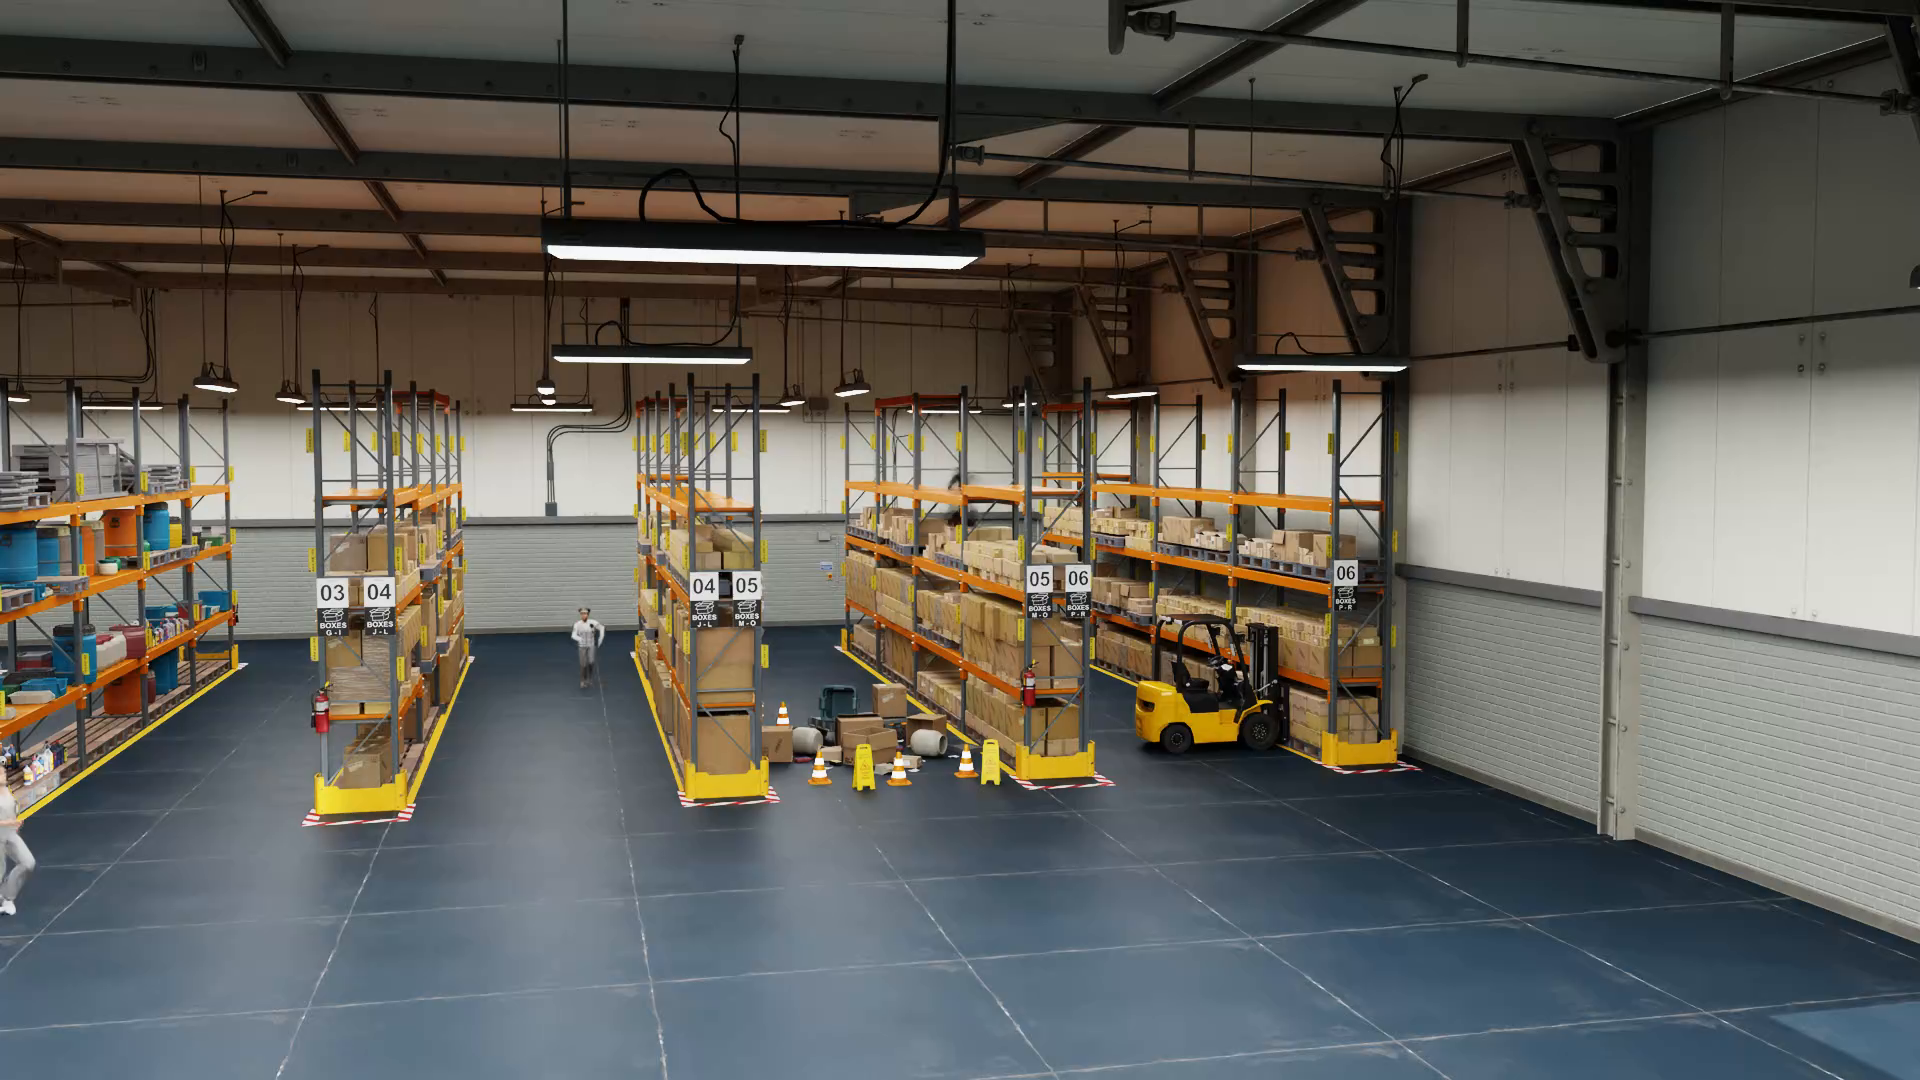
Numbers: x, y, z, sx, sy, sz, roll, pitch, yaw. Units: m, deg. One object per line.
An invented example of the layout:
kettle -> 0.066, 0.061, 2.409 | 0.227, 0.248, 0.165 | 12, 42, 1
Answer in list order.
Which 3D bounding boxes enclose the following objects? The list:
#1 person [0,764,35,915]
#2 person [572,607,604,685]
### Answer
person -> -10.097, 3.160, 17.530 | 0.655, 1.653, 0.540 | 1, 3, 11
person -> -7.632, 2.188, 34.097 | 0.634, 1.649, 0.775 | 0, 3, -9
